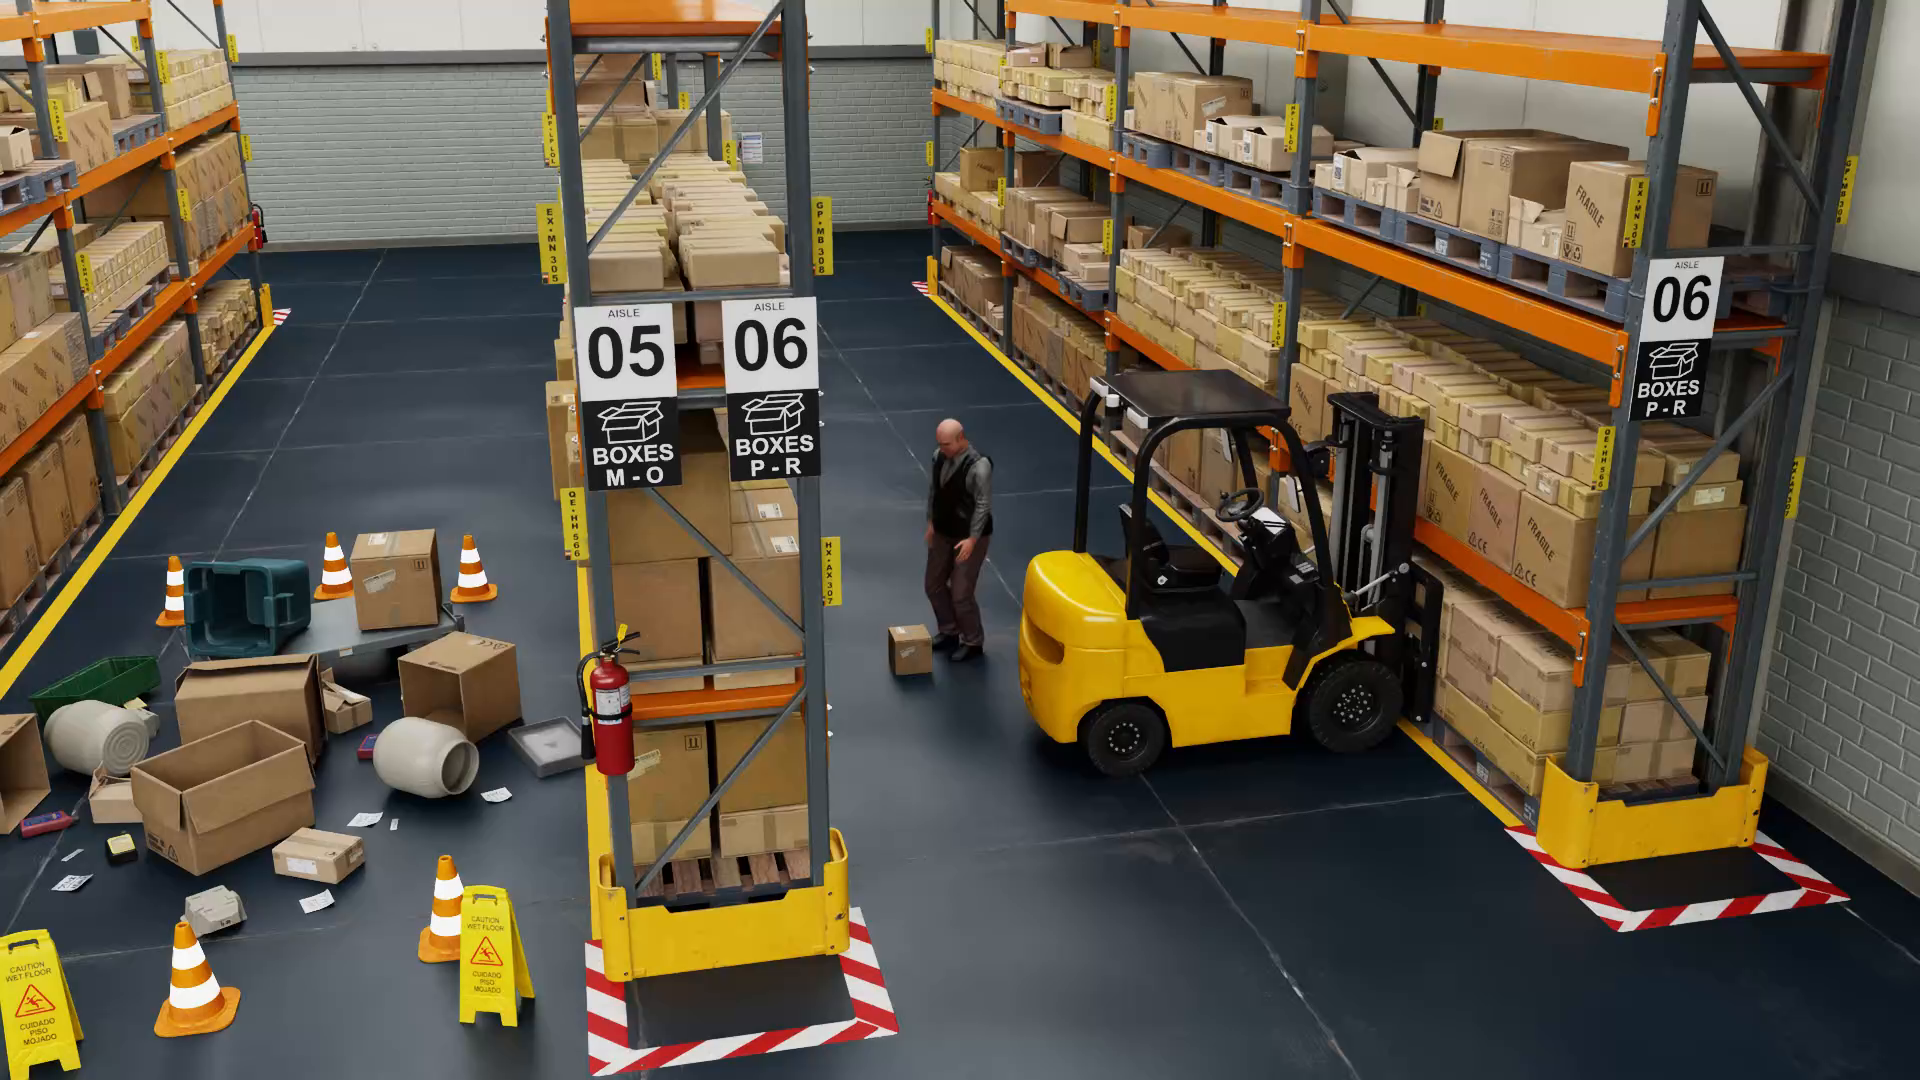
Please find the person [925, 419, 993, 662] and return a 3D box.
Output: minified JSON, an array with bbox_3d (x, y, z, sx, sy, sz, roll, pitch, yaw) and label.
[{"bbox_3d":[0.001,-0.020,11.244,0.423,1.678,0.556,-16,25,-38],"label":"person"}]
